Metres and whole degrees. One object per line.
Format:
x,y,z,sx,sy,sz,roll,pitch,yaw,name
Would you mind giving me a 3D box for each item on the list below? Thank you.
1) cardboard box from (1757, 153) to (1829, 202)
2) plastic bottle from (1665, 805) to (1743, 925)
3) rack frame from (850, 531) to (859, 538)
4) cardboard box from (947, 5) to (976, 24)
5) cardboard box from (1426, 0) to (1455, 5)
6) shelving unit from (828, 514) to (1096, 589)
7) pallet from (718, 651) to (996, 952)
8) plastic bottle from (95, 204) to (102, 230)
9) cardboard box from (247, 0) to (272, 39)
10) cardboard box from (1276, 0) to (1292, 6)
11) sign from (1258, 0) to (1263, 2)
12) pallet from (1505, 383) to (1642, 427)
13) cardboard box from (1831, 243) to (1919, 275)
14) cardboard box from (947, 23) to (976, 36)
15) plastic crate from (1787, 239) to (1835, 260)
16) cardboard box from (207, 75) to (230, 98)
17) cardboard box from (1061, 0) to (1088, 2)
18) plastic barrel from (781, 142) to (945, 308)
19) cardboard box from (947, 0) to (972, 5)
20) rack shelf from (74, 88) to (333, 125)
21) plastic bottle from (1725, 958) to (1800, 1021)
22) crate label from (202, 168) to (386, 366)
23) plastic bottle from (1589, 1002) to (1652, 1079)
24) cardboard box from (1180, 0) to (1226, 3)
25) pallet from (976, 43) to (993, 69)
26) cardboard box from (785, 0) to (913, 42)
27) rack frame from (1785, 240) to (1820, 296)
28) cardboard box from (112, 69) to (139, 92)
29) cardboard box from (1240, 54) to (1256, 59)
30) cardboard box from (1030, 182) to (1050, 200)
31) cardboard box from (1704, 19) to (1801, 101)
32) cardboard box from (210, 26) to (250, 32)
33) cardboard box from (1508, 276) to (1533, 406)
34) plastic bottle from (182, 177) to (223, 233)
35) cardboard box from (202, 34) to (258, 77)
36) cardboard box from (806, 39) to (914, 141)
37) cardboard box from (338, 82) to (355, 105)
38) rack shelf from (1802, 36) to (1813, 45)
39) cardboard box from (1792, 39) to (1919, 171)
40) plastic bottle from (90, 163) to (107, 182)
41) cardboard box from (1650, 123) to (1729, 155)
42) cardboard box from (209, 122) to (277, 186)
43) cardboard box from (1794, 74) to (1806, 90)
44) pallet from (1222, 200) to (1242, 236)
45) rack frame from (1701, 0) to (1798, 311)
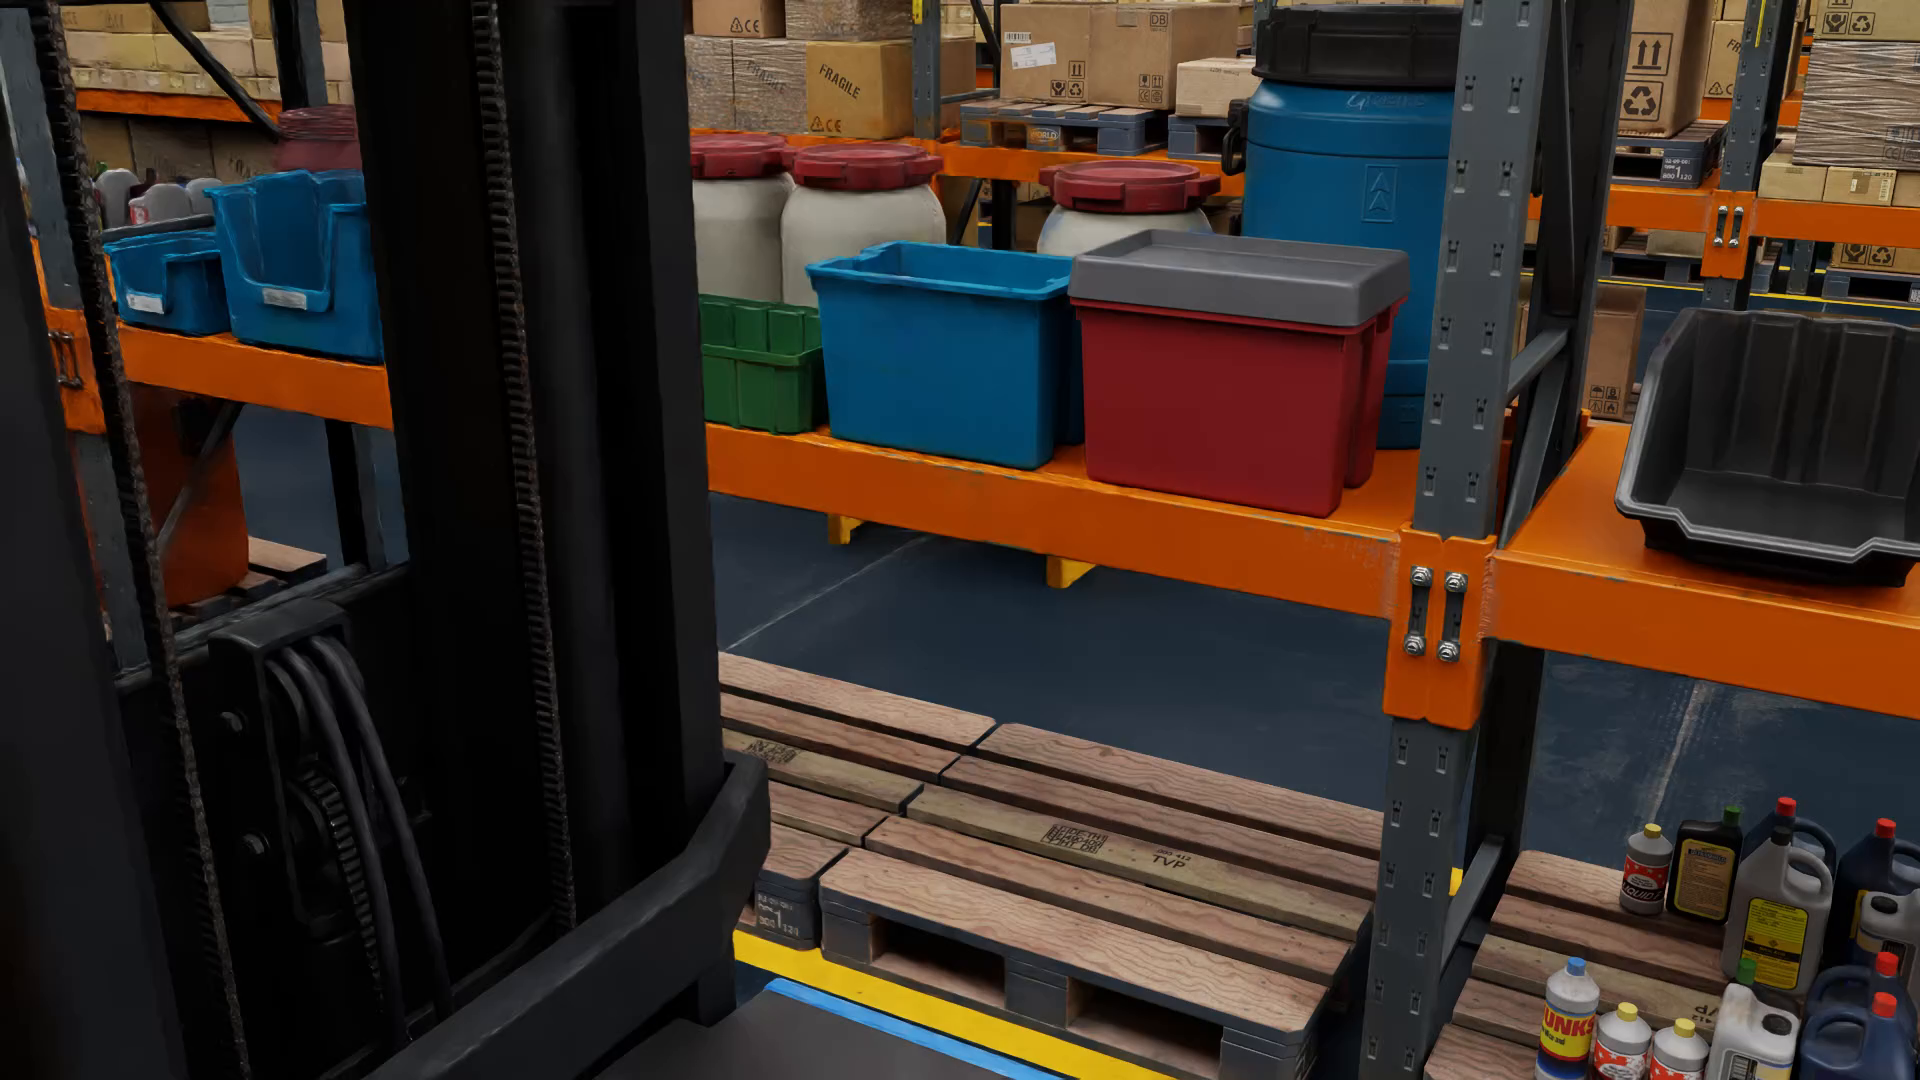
3.577,-1.554,7.118,0.250,0.149,0.380,11,23,27,cardboard box
1.702,0.729,3.794,0.133,0.283,0.061,12,23,30,plastic bottle
-0.369,-0.775,6.803,0.032,1.500,0.500,11,23,27,rack frame
0.095,-4.431,13.999,0.250,0.149,0.380,12,23,29,cardboard box
3.830,-4.193,12.413,0.500,0.500,0.700,10,22,26,cardboard box
0.067,-0.692,6.574,1.083,1.500,0.587,11,23,27,shelving unit
-0.653,0.667,4.717,1.213,0.211,1.003,11,23,27,pallet
-3.040,-1.099,5.788,0.097,0.201,0.097,0,20,0,plastic bottle
-4.415,-3.631,11.159,0.500,0.500,0.500,11,23,28,cardboard box
3.424,-5.745,17.791,0.500,0.250,0.500,10,22,26,cardboard box
2.295,-4.266,12.645,0.005,0.325,0.100,11,23,27,sign
2.856,-0.615,8.251,1.213,0.211,1.003,11,23,27,pallet
6.558,-2.330,11.389,0.875,0.875,0.875,11,23,28,cardboard box
0.081,-4.293,14.053,0.250,0.149,0.380,10,22,25,cardboard box
6.834,-2.323,12.910,0.450,0.188,0.662,-22,27,-25,plastic crate
-4.996,-3.176,11.590,0.250,0.149,0.380,10,22,26,cardboard box
1.011,-4.397,13.468,0.250,0.149,0.380,11,23,27,cardboard box
-0.248,-0.733,4.287,0.433,0.535,0.433,0,20,0,plastic barrel
0.088,-4.571,13.948,0.250,0.149,0.380,11,22,27,cardboard box
-5.194,-3.122,12.127,4.000,0.370,1.077,11,23,27,rack shelf
1.532,0.945,3.200,0.133,0.283,0.061,11,23,27,plastic bottle
-1.636,-0.759,4.506,0.616,0.435,0.502,11,23,27,crate label
1.274,0.987,3.205,0.097,0.201,0.097,0,20,0,plastic bottle
1.900,-4.226,12.997,0.250,0.149,0.380,10,22,25,cardboard box
0.803,-4.149,14.185,1.213,0.211,1.003,11,23,27,pallet
-0.586,-3.107,9.414,0.637,0.503,0.797,12,23,29,cardboard box
6.043,-3.257,11.444,0.127,3.000,1.000,11,23,27,rack frame
-5.893,-3.347,12.061,0.250,0.149,0.380,10,22,26,cardboard box
1.632,-2.400,8.662,0.258,0.266,0.396,10,22,26,cardboard box
0.928,-3.146,14.190,0.500,0.500,0.500,10,22,25,cardboard box
5.457,-3.311,11.447,0.500,0.500,0.500,11,22,27,cardboard box
-5.500,-3.691,12.426,0.500,0.250,0.500,10,22,25,cardboard box
2.604,-1.022,8.305,0.500,0.500,0.700,11,22,27,cardboard box
-2.591,-1.098,5.674,0.135,0.276,0.152,11,23,27,plastic bottle
-4.860,-3.362,11.519,0.500,0.250,0.500,11,23,28,cardboard box
-0.507,-2.517,9.260,0.500,0.500,0.500,12,23,29,cardboard box
-3.874,-2.962,11.002,0.250,0.149,0.380,11,23,28,cardboard box
9.041,-6.220,20.668,4.000,0.370,1.077,11,23,27,rack shelf
3.899,-1.891,7.095,0.500,0.500,0.875,11,23,27,cardboard box
-3.090,-1.214,5.984,0.133,0.283,0.061,11,23,27,plastic bottle
7.281,-3.914,16.495,0.625,0.372,0.950,12,23,31,cardboard box
-4.771,-2.609,12.159,0.875,0.875,0.875,11,23,27,cardboard box
10.326,-5.390,20.192,0.625,0.625,0.875,12,23,30,cardboard box
1.870,-2.741,14.113,1.213,0.211,1.003,11,23,27,pallet
3.536,-1.797,7.420,0.127,3.000,1.000,11,23,27,rack frame
